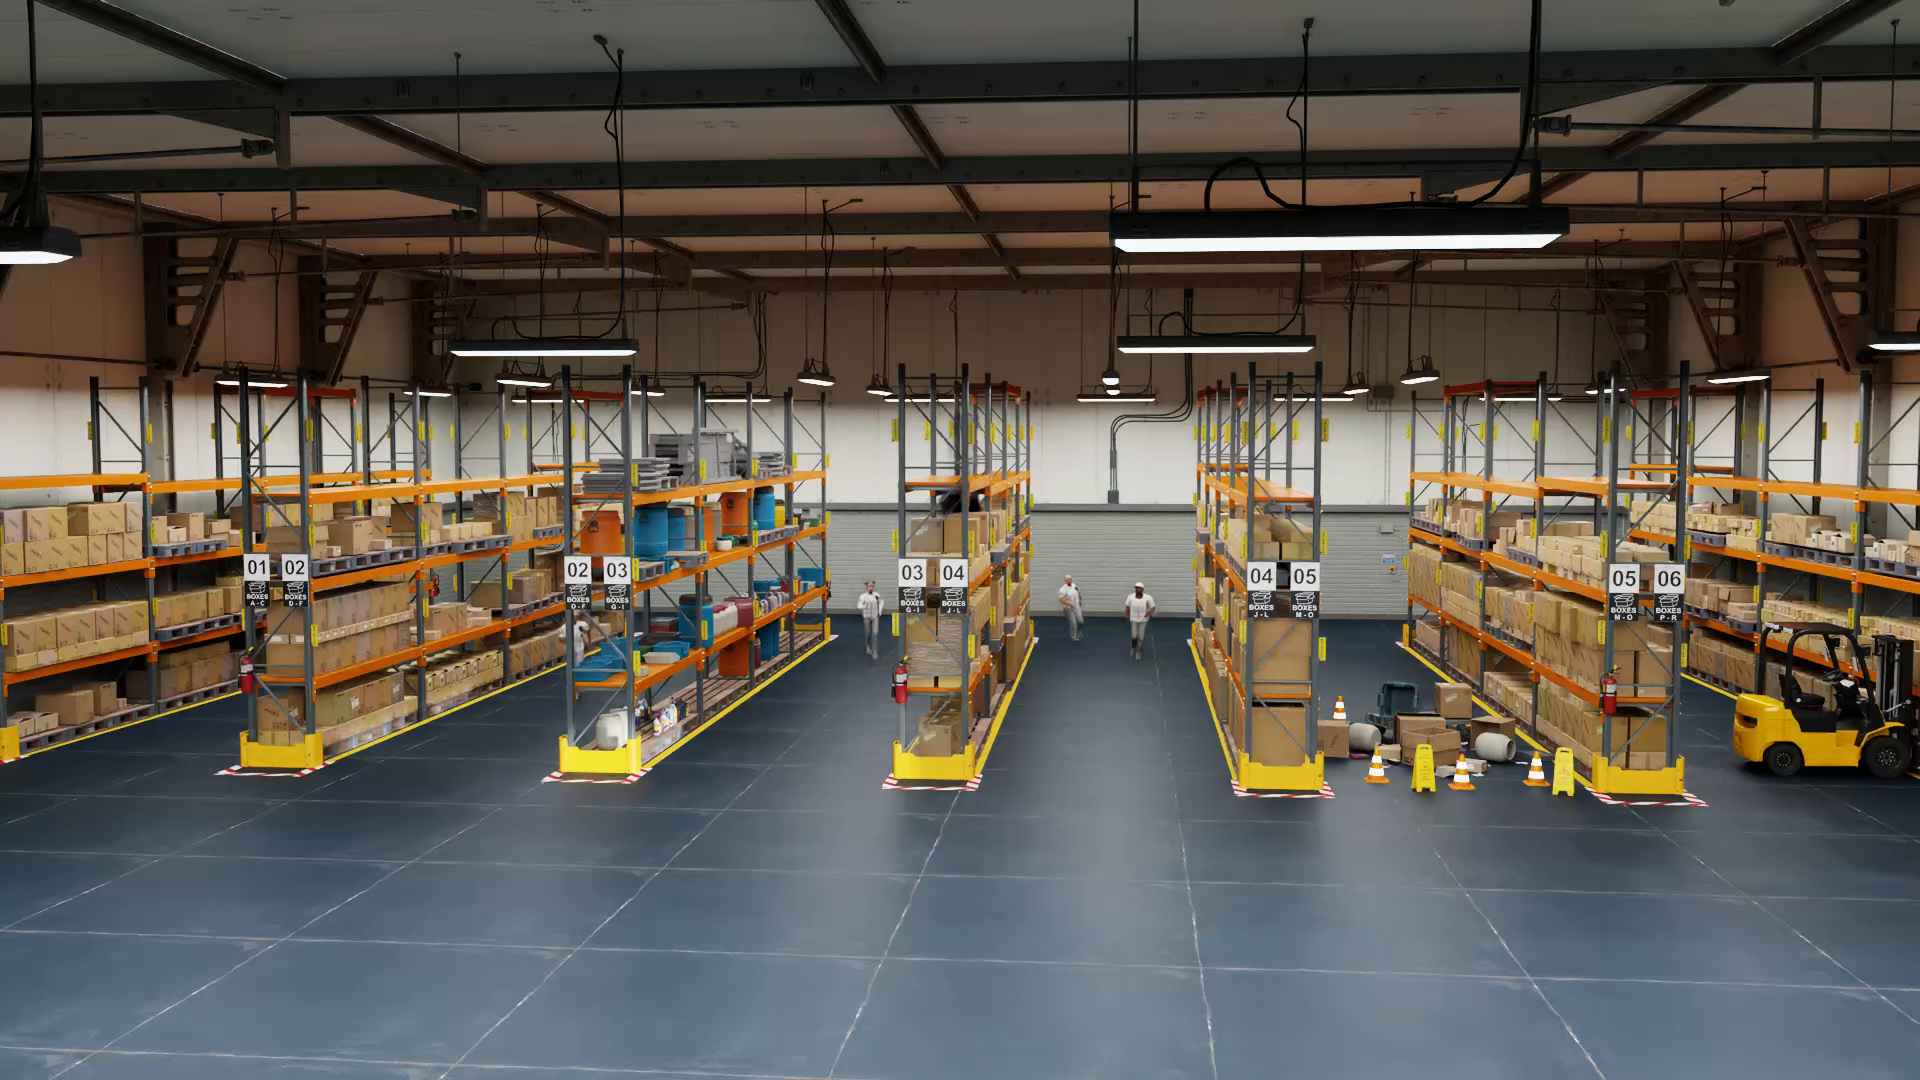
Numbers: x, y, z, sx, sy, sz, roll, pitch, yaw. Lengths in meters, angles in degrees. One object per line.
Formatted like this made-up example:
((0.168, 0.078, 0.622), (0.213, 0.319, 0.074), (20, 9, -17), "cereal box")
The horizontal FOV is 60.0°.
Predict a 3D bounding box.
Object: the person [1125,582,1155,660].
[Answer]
((3.952, 1.789, 36.611), (0.681, 1.729, 0.596), (1, 4, 13), "person")

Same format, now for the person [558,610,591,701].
((-7.305, 2.144, 31.545), (0.599, 1.731, 0.918), (-1, 4, -13), "person")

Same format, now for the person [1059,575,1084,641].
((2.705, 1.638, 39.964), (0.681, 1.598, 0.506), (-1, 4, -22), "person")

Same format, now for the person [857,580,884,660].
((-1.994, 1.759, 37.120), (0.605, 1.733, 0.820), (0, 4, -6), "person")
